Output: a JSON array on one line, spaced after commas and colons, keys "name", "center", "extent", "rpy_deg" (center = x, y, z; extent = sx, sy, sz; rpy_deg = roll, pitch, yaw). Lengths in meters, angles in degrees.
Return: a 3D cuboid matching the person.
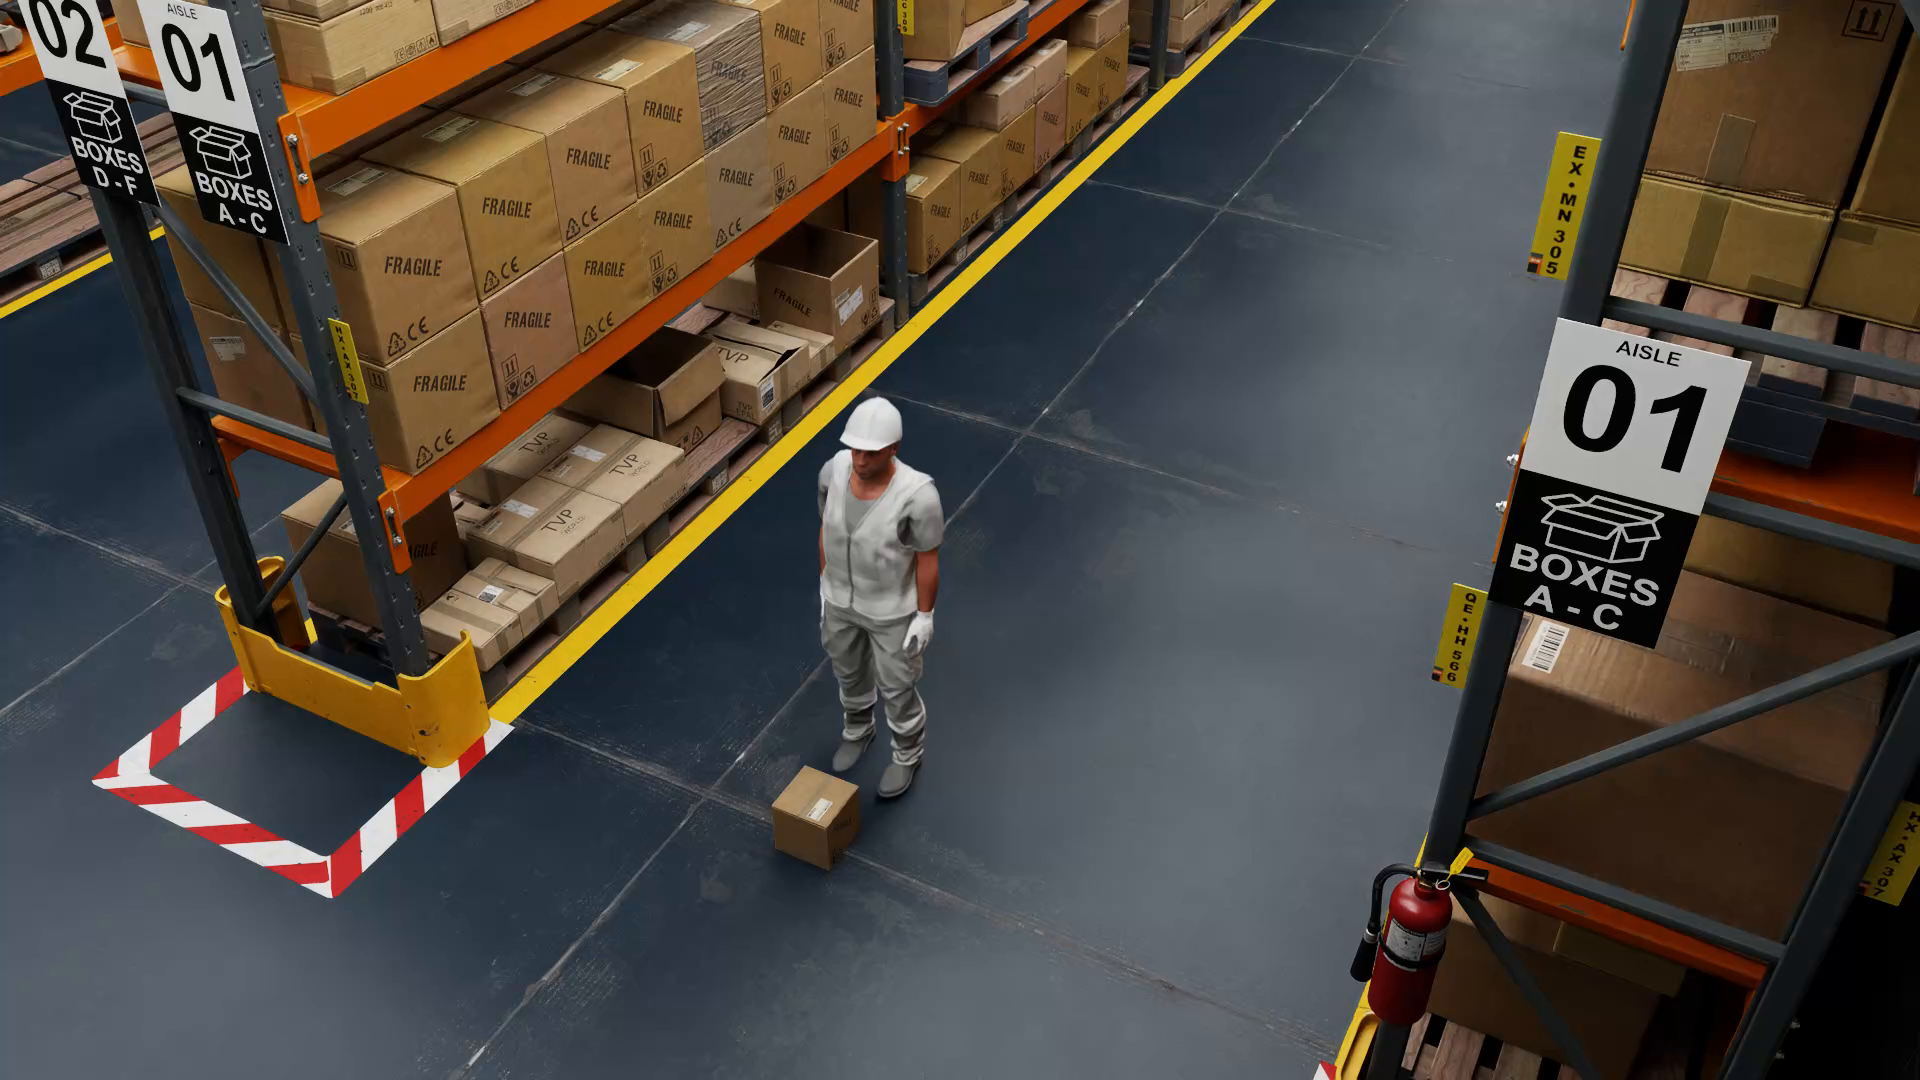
[{"name": "person", "center": [-0.329, 0.250, 6.433], "extent": [0.524, 1.819, 0.358], "rpy_deg": [19, 41, 22]}]
